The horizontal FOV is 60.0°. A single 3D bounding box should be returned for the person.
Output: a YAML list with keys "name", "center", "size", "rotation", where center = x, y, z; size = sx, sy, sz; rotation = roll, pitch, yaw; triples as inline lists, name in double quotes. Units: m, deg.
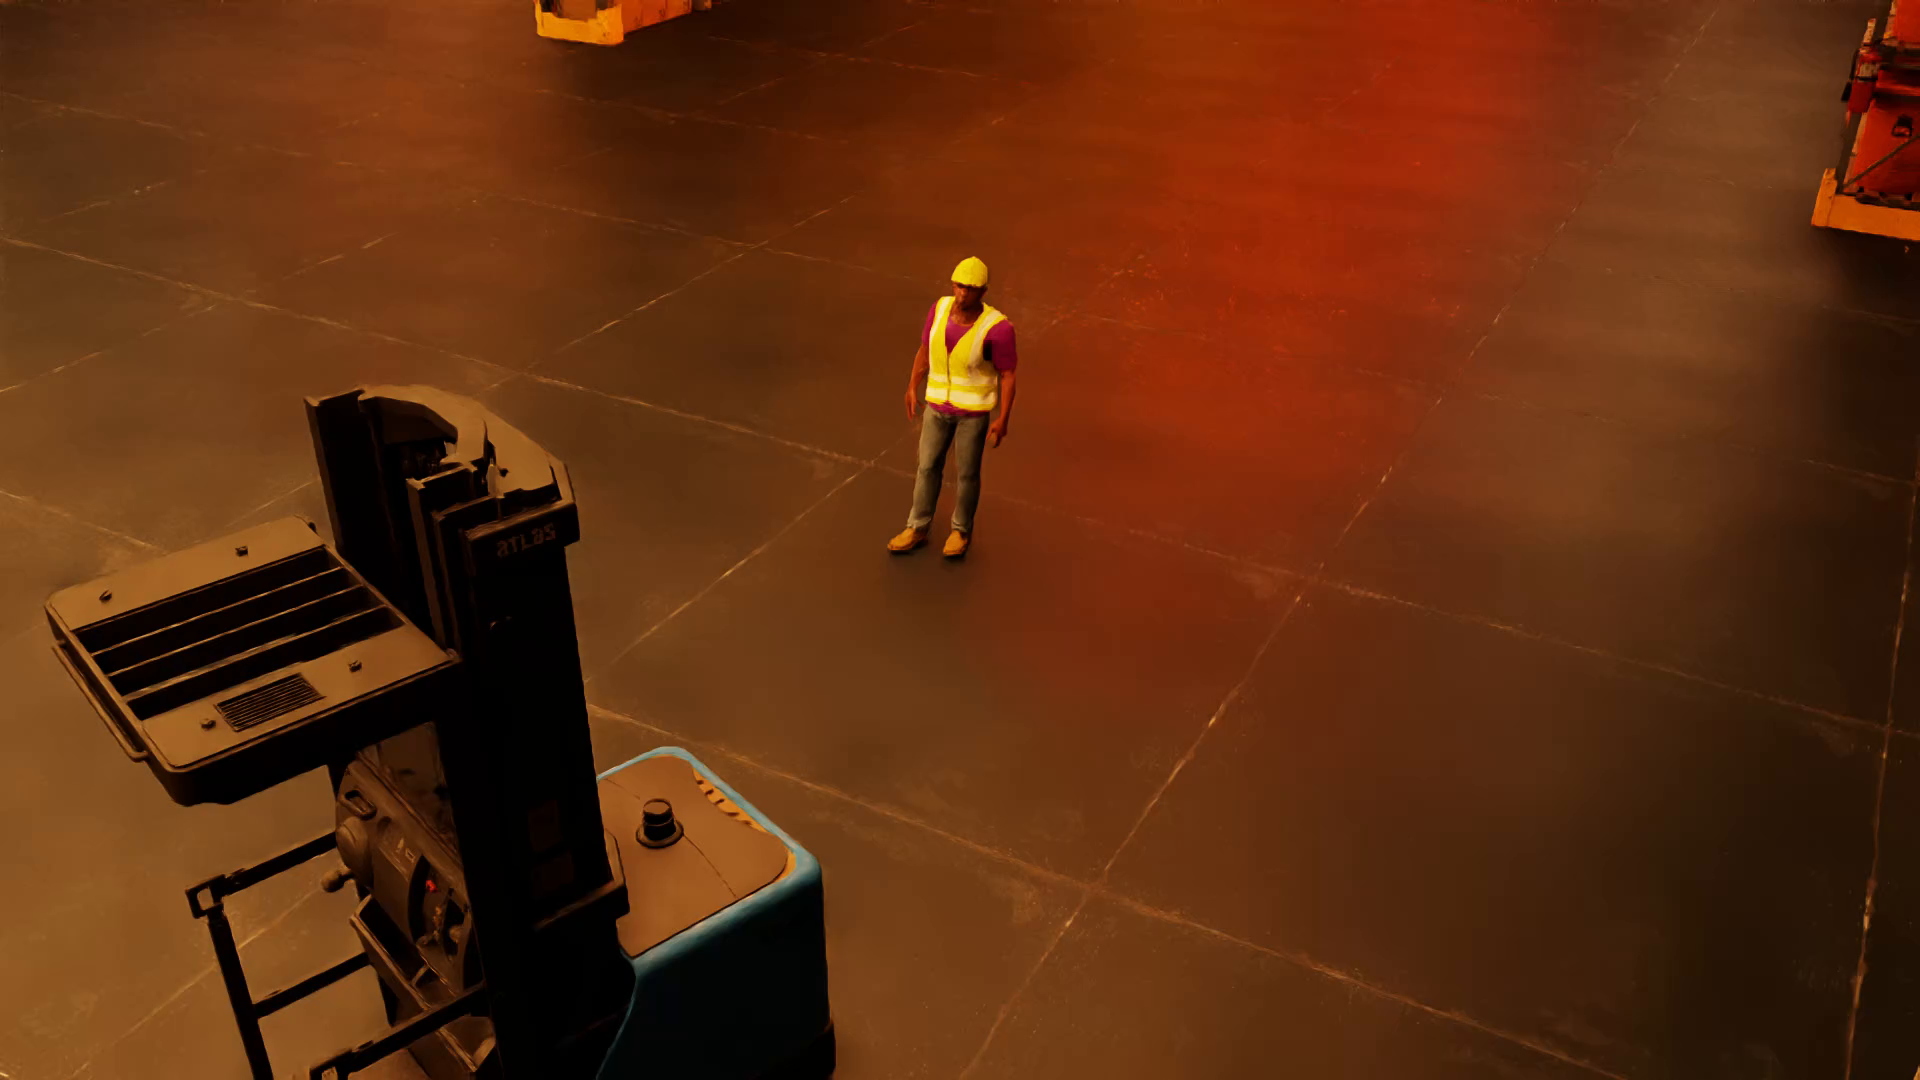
- name: "person"
  center: [-0.038, -0.742, 9.507]
  size: [0.665, 1.766, 0.576]
  rotation: [15, 33, 25]

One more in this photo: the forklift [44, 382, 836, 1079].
- name: "forklift"
  center: [-1.919, 1.106, 5.154]
  size: [3.031, 2.935, 1.130]
  rotation: [-24, 37, -35]
